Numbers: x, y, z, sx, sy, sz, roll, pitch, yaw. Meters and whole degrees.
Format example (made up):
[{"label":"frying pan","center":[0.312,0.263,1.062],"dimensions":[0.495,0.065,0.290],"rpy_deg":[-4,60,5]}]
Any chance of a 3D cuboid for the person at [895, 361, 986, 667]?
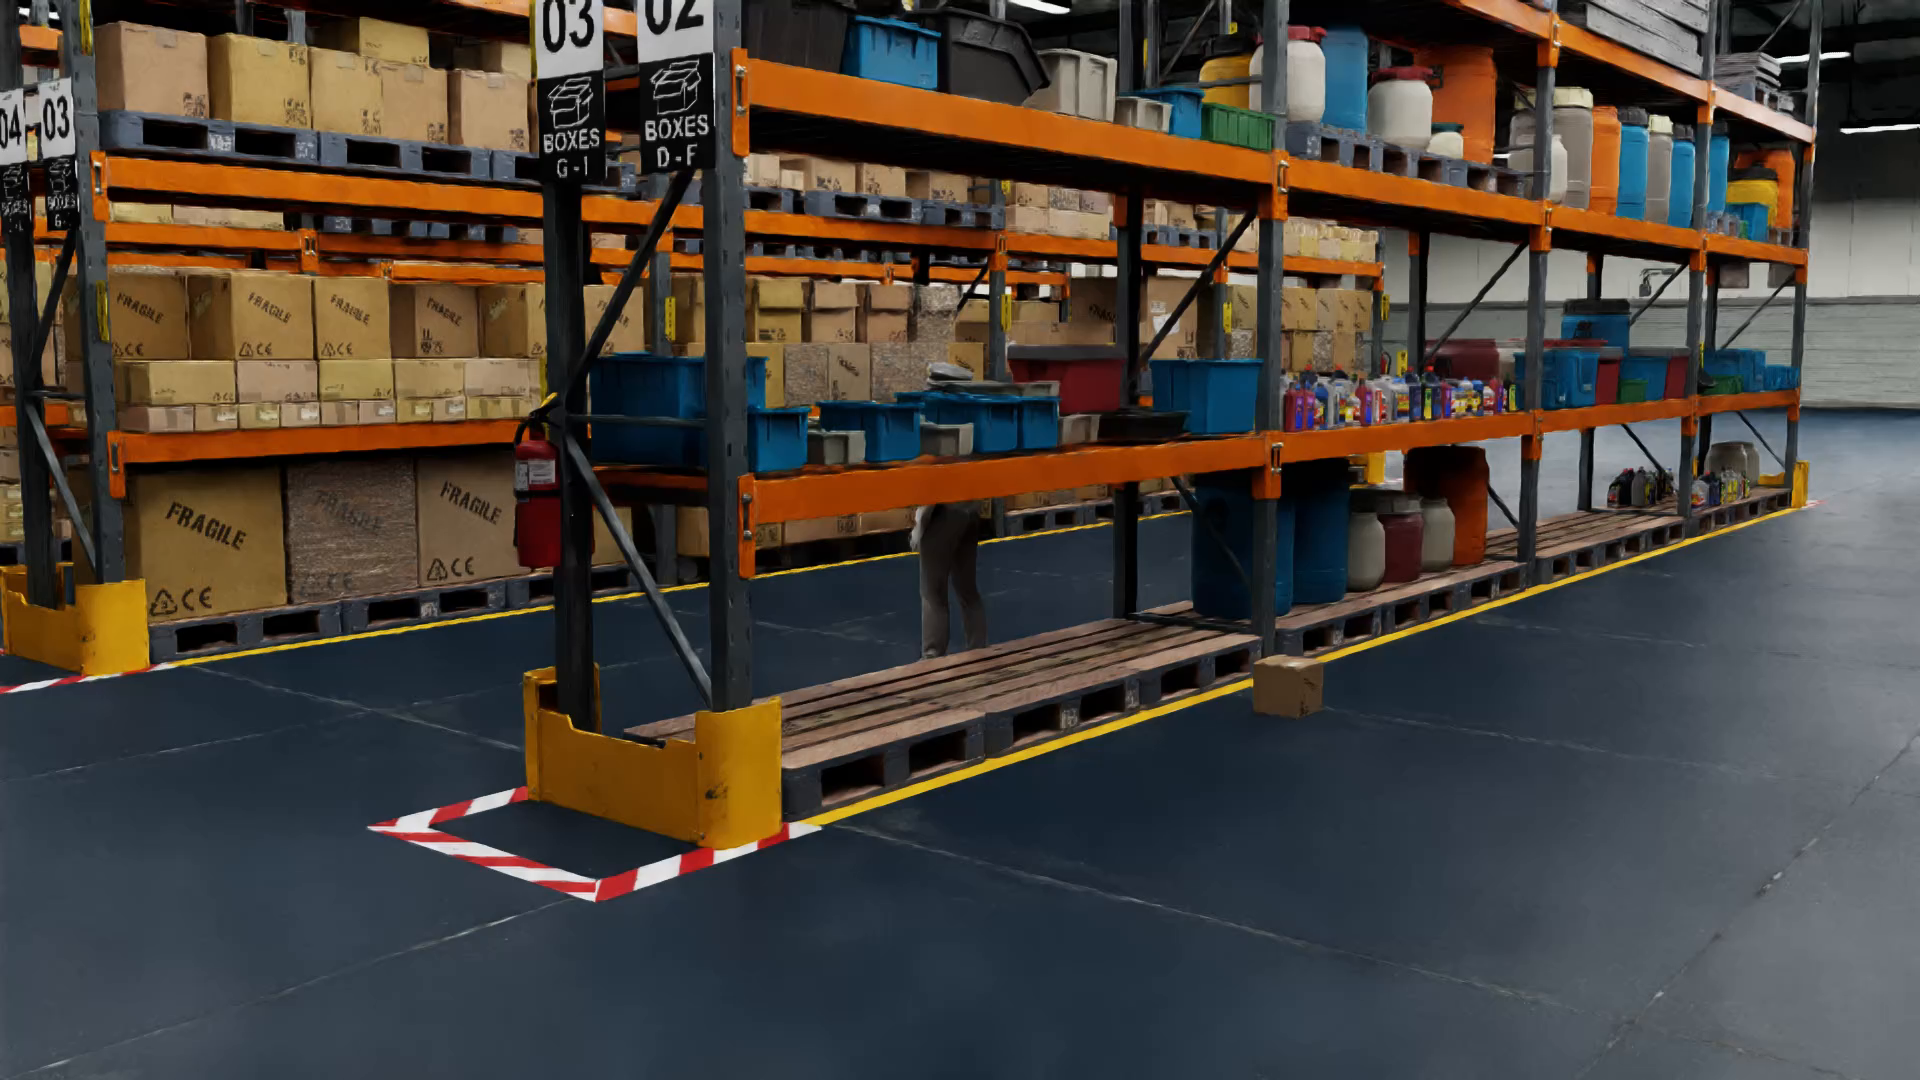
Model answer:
[{"label":"person","center":[-0.099,-0.092,8.733],"dimensions":[0.435,1.684,0.533],"rpy_deg":[3,7,25]}]
